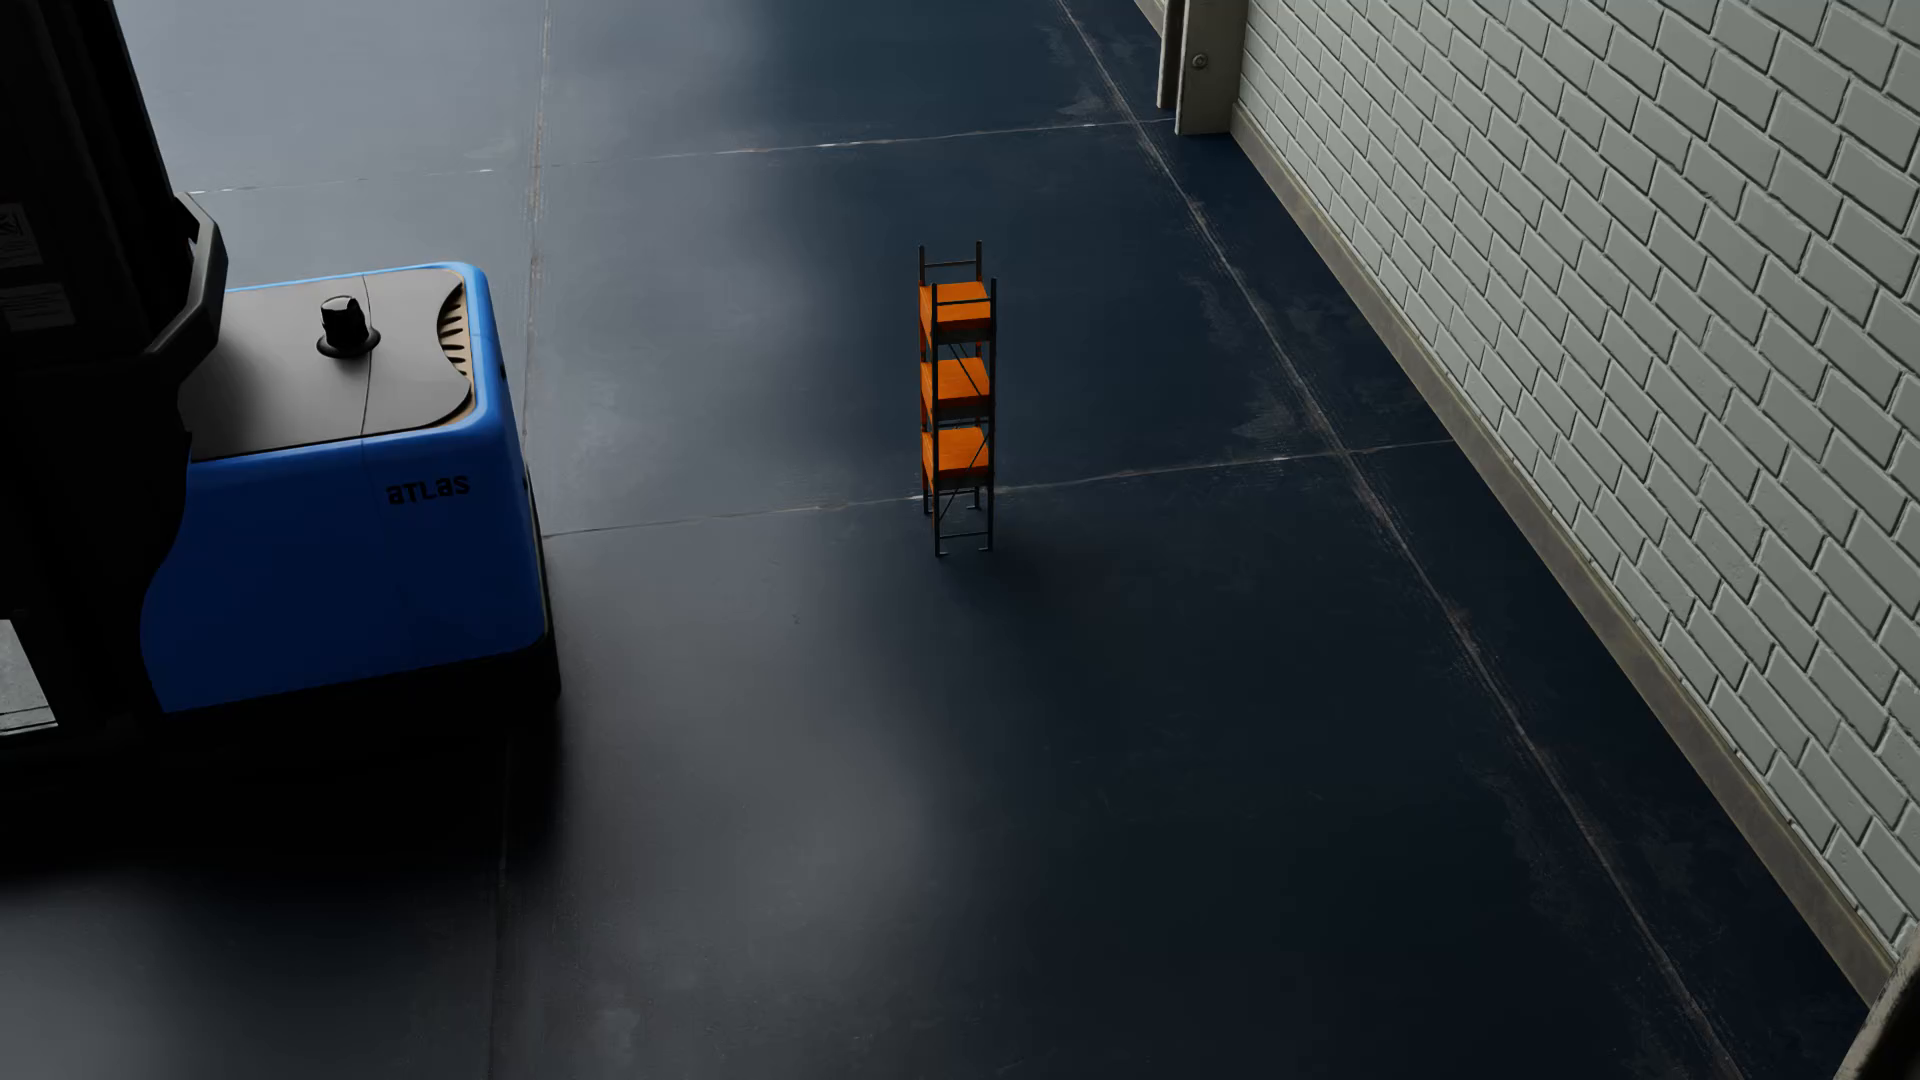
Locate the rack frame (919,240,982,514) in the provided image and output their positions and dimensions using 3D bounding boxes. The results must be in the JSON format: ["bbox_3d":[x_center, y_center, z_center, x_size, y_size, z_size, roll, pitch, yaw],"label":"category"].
[{"bbox_3d":[-0.031,-0.521,5.564,0.200,1.050,0.008,-6,38,-8],"label":"rack frame"}]

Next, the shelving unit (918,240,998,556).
[{"bbox_3d":[-0.009,-0.447,5.470,0.215,1.050,0.252,-6,38,-8],"label":"shelving unit"}]

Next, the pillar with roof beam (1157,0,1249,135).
[{"bbox_3d":[-3.026,-5.264,5.191,9.100,9.000,0.400,-6,38,-8],"label":"pillar with roof beam"}]

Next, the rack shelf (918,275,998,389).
[{"bbox_3d":[-0.009,-0.663,5.302,0.215,0.259,0.240,-6,38,-8],"label":"rack shelf"}]

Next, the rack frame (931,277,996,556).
[{"bbox_3d":[0.012,-0.373,5.375,0.200,1.050,0.008,-6,38,-8],"label":"rack frame"}]

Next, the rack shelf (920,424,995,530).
[{"bbox_3d":[-0.009,-0.219,5.647,0.215,0.259,0.240,-6,38,-8],"label":"rack shelf"}]

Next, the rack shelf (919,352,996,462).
[{"bbox_3d":[-0.009,-0.439,5.476,0.215,0.259,0.240,-6,38,-8],"label":"rack shelf"}]

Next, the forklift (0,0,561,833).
[{"bbox_3d":[-2.787,-0.654,4.202,3.031,2.935,1.130,-10,39,-12],"label":"forklift"}]
